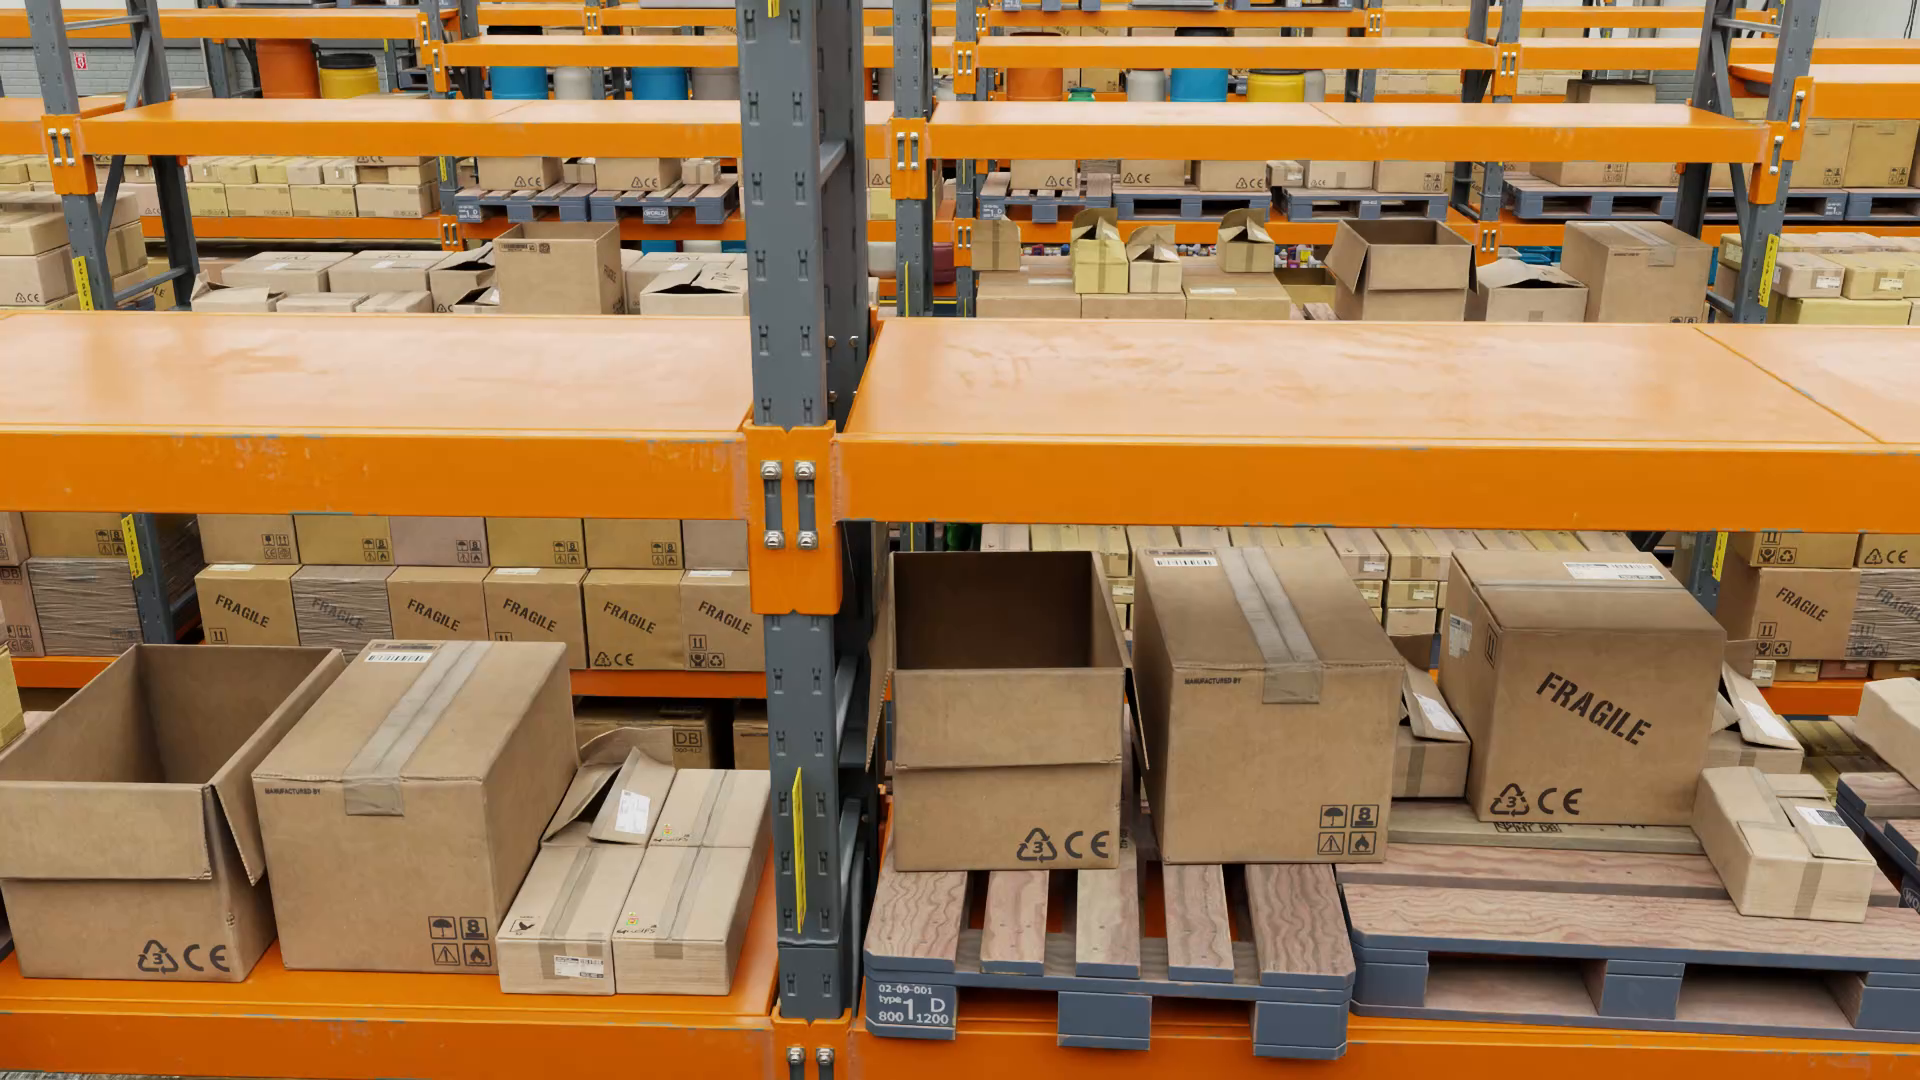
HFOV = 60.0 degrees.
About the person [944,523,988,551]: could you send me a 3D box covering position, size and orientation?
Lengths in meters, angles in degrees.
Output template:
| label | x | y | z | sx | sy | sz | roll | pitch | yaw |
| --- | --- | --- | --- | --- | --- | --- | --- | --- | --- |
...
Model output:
| label | x | y | z | sx | sy | sz | roll | pitch | yaw |
| --- | --- | --- | --- | --- | --- | --- | --- | --- | --- |
| person | 0.093 | -0.243 | 12.255 | 0.379 | 1.779 | 0.587 | -19 | 27 | -40 |
